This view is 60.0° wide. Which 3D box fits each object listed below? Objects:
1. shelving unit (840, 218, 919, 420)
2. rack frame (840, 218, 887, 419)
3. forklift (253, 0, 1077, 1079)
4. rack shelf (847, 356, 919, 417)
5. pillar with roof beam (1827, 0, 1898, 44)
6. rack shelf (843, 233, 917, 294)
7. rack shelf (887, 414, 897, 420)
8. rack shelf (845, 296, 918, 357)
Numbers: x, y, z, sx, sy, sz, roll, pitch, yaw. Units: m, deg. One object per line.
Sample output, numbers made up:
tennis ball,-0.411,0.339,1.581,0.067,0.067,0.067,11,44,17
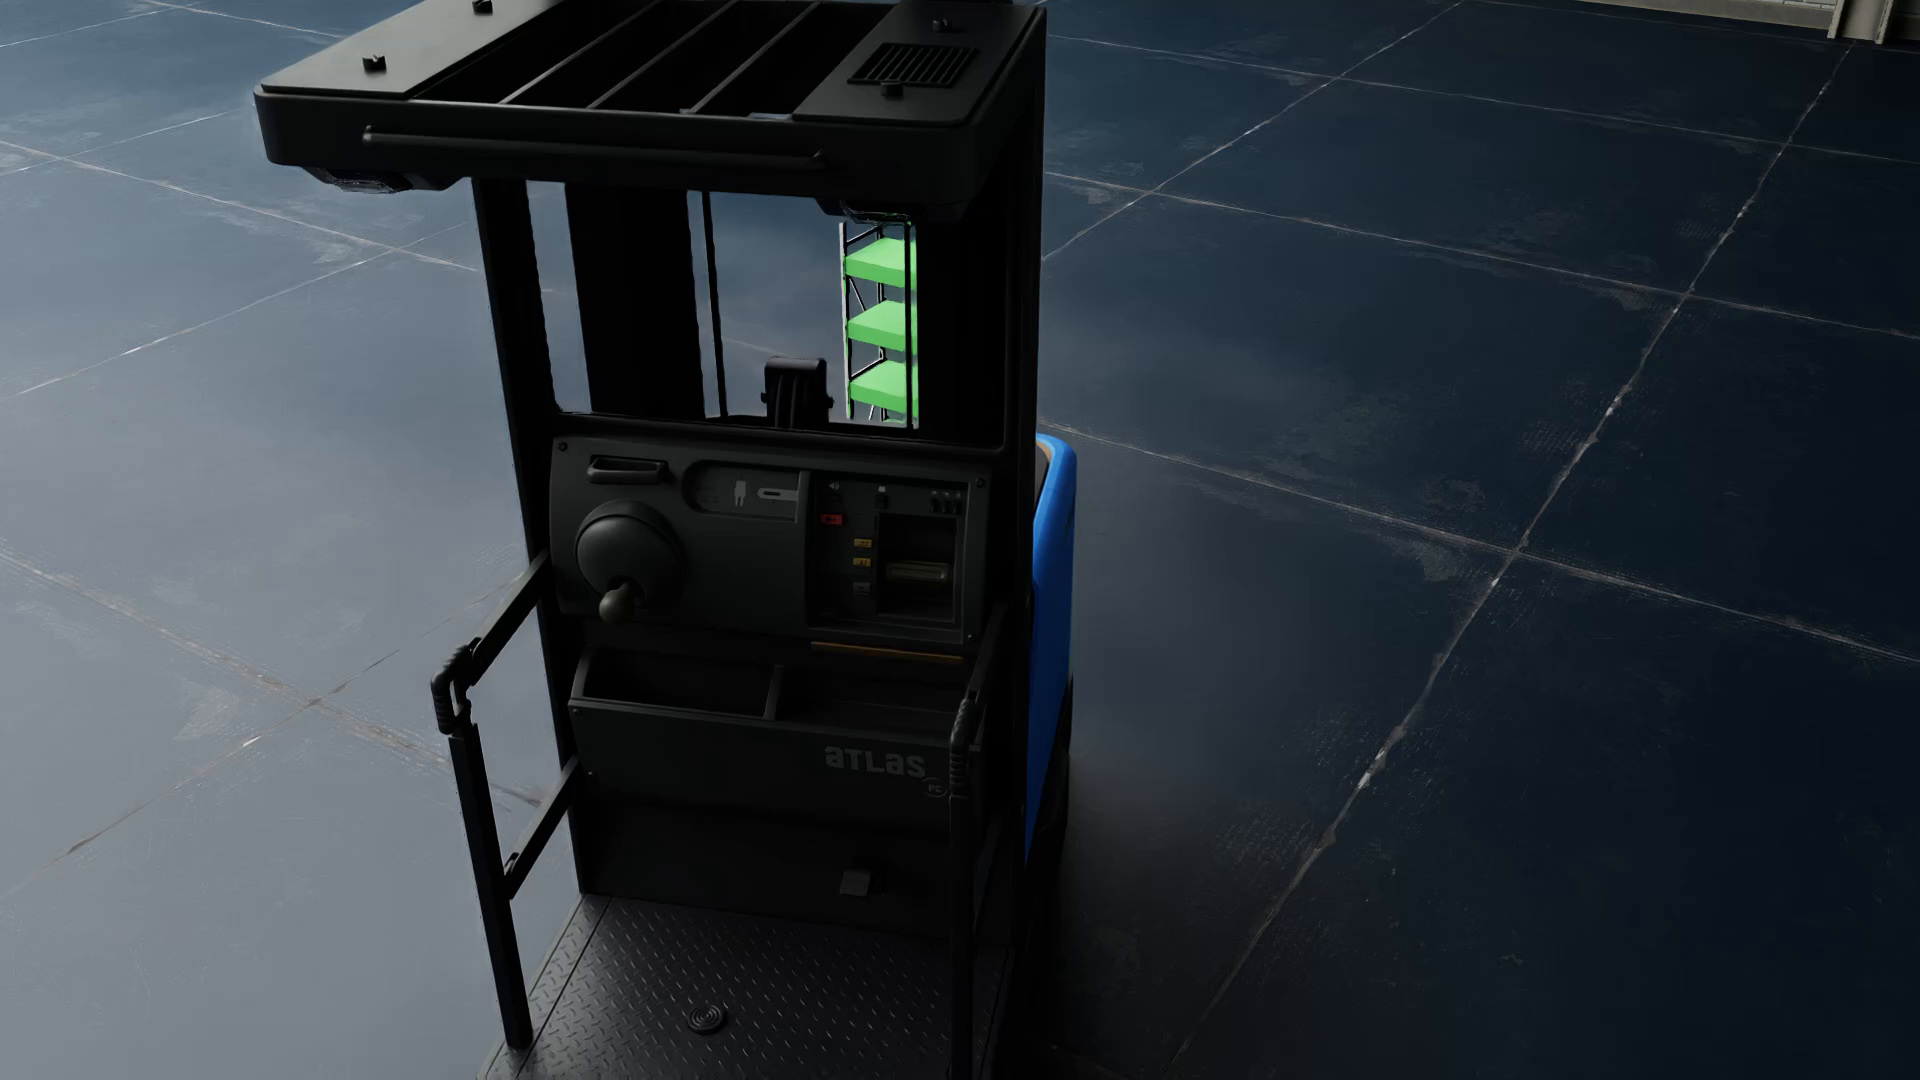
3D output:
shelving unit,-0.140,-0.563,6.024,0.503,1.200,0.258,18,35,27
rack frame,-0.347,-0.628,6.136,0.015,1.200,0.240,18,35,27
forklift,-0.435,0.054,3.249,1.130,2.935,3.031,5,31,9
rack shelf,-0.140,-0.507,6.056,0.480,0.148,0.258,18,35,27
pillar with roof beam,4.723,-5.981,7.572,0.400,9.000,9.100,18,35,27
rack shelf,-0.140,-0.922,5.814,0.480,0.148,0.258,18,35,27
rack shelf,-0.140,-0.300,6.177,0.480,0.148,0.258,18,35,27
rack shelf,-0.140,-0.715,5.935,0.480,0.148,0.258,18,35,27
